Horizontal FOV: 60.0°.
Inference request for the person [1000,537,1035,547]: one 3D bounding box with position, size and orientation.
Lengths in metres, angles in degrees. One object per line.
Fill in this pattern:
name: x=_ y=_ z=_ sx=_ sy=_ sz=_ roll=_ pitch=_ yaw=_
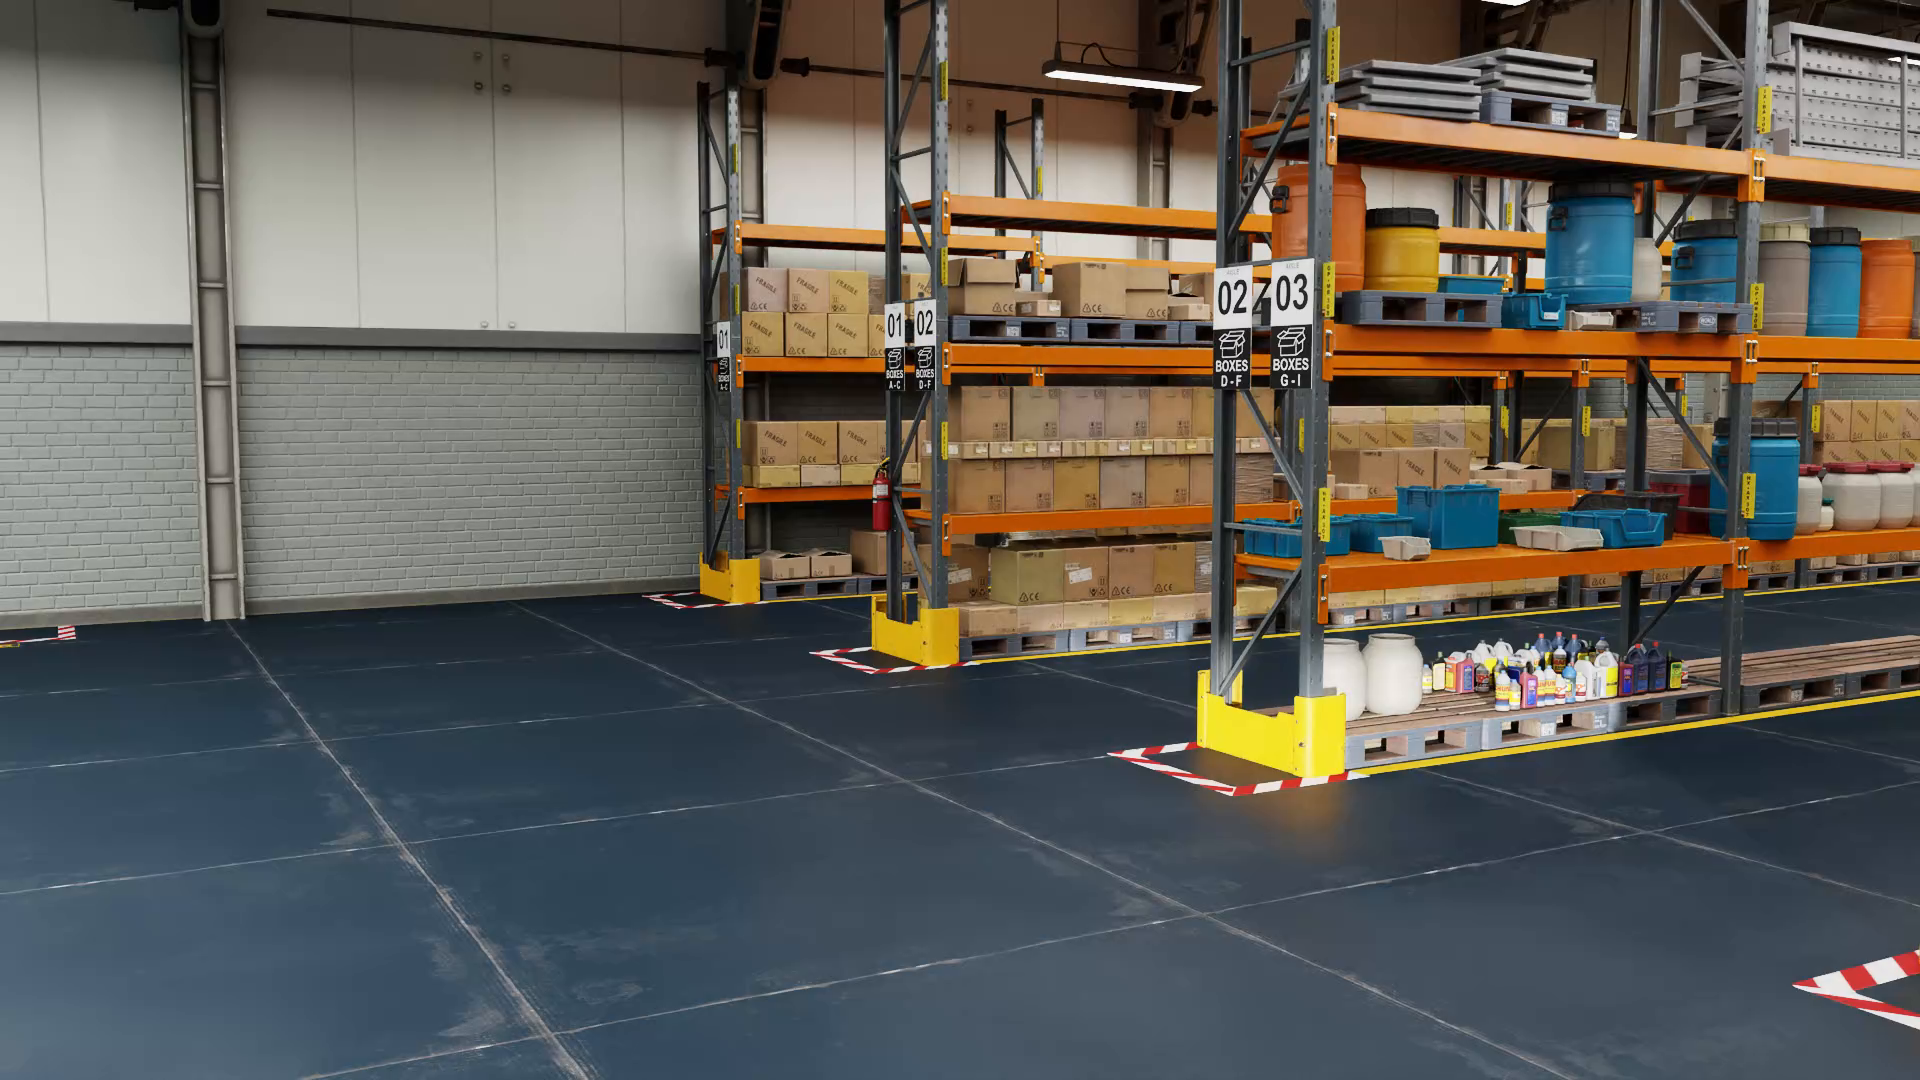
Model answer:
person: x=0.840 y=0.409 z=17.574 sx=0.978 sy=0.897 sz=0.512 roll=-3 pitch=6 yaw=-31
